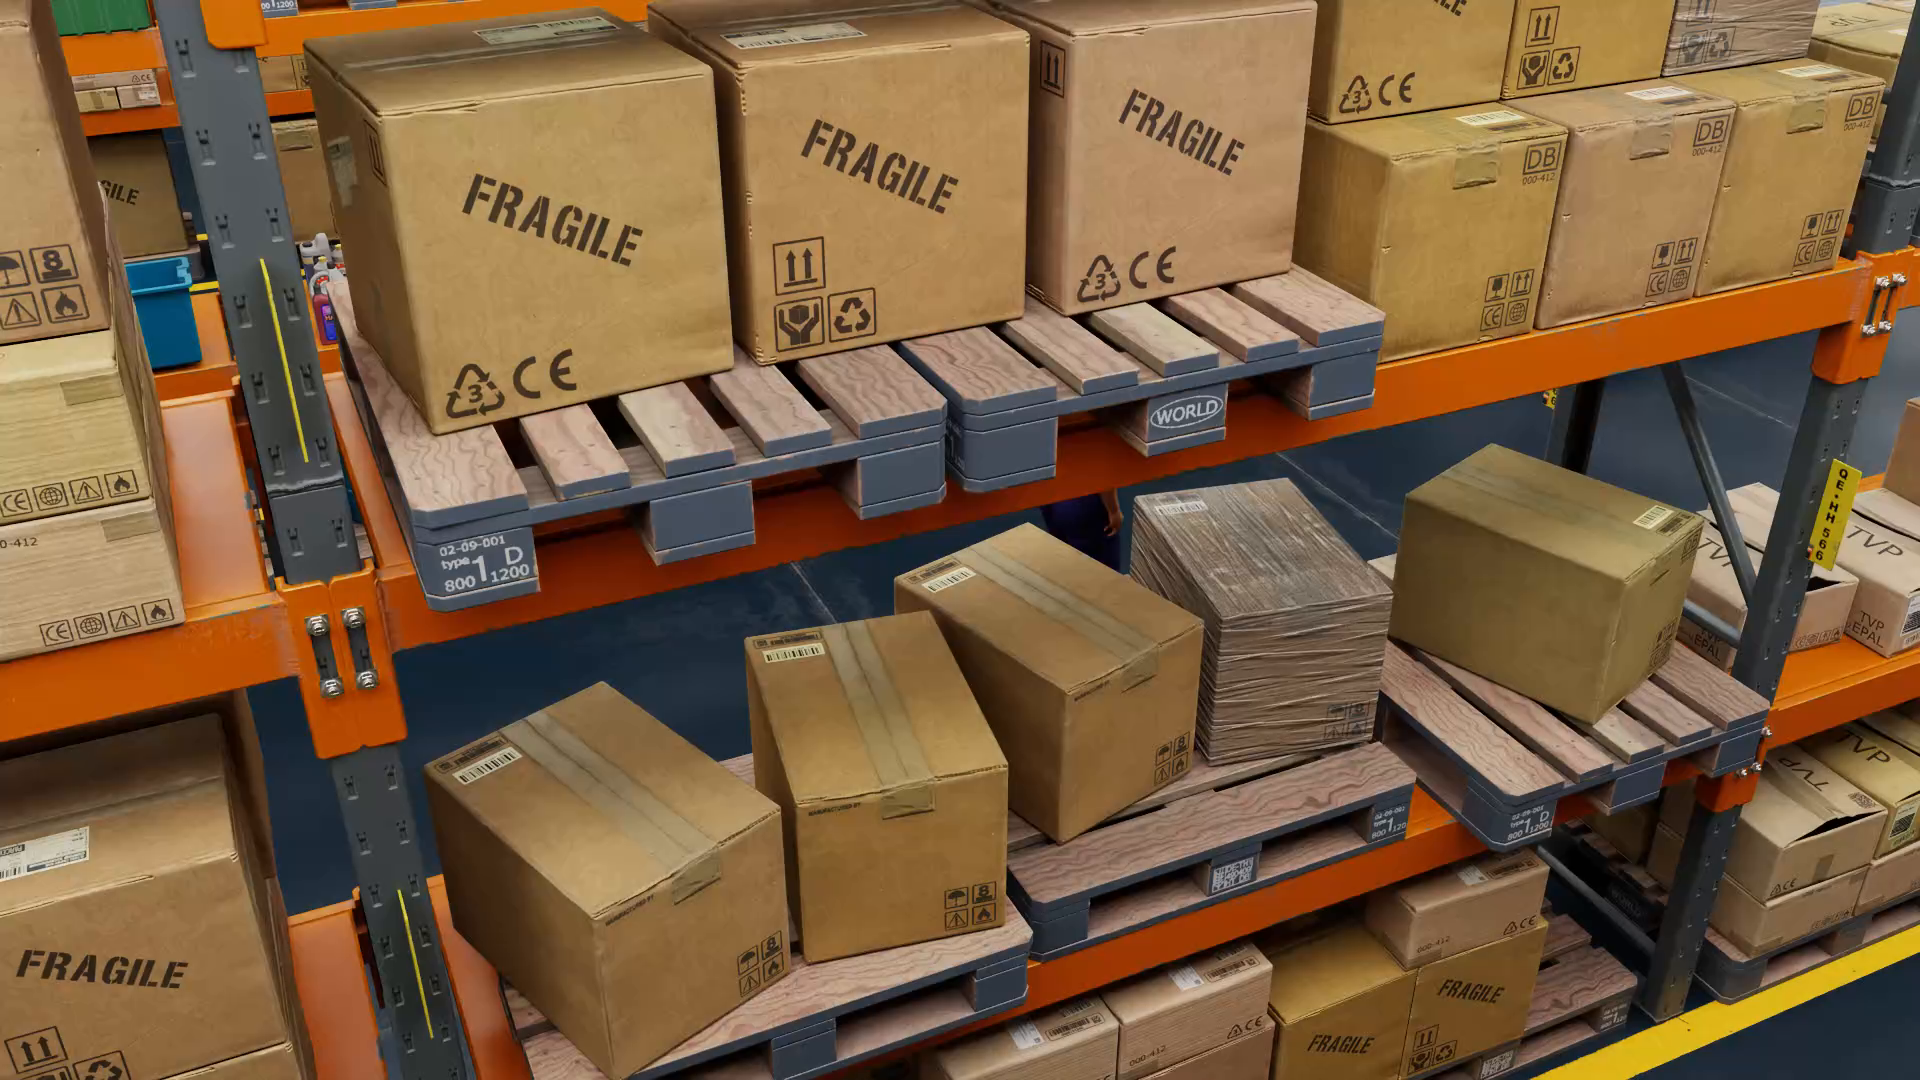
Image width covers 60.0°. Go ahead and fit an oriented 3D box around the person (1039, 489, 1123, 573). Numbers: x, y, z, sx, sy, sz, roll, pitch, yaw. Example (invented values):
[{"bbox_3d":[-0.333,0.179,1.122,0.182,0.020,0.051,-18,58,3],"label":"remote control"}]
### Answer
[{"bbox_3d":[0.552,-0.203,7.494,0.367,1.651,0.547,-14,32,-22],"label":"person"}]
